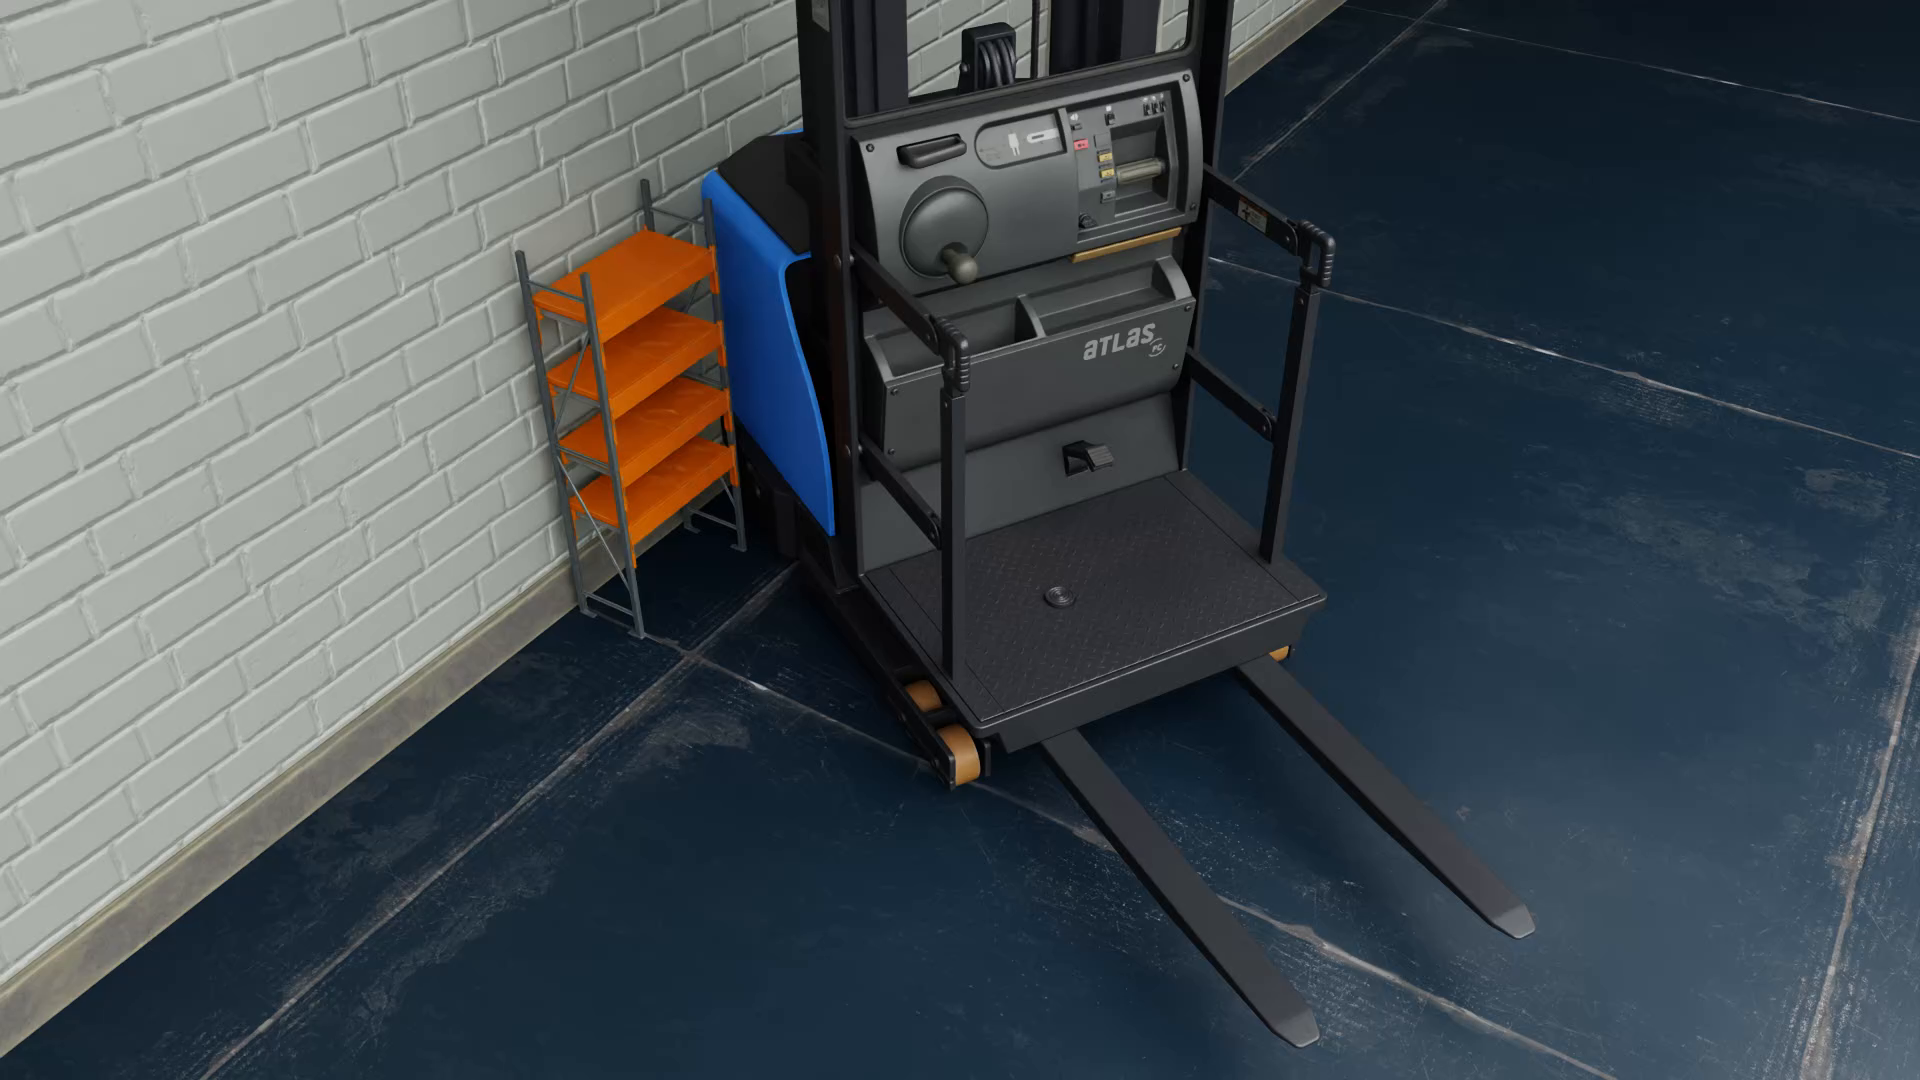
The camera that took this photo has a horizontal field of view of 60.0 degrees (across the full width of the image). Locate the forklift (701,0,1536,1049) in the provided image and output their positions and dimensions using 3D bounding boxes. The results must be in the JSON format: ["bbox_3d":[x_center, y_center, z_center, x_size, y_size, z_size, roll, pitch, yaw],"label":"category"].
[{"bbox_3d":[0.293,-0.826,3.920,1.130,2.935,3.031,-18,41,-22],"label":"forklift"}]

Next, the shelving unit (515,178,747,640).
[{"bbox_3d":[-0.901,-0.351,4.723,0.258,1.200,0.503,21,42,25],"label":"shelving unit"}]

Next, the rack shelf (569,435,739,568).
[{"bbox_3d":[-0.901,-0.141,4.885,0.258,0.148,0.480,21,42,25],"label":"rack shelf"}]

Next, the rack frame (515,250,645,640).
[{"bbox_3d":[-1.030,-0.224,4.558,0.240,1.200,0.015,21,42,25],"label":"rack frame"}]

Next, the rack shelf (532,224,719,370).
[{"bbox_3d":[-0.901,-0.662,4.483,0.258,0.148,0.480,21,42,25],"label":"rack shelf"}]

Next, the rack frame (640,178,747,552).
[{"bbox_3d":[-0.773,-0.478,4.887,0.240,1.200,0.015,21,42,25],"label":"rack frame"}]

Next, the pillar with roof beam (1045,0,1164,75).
[{"bbox_3d":[4.195,-3.473,2.384,9.100,9.000,0.400,21,42,25],"label":"pillar with roof beam"}]

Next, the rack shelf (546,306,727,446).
[{"bbox_3d":[-0.901,-0.475,4.627,0.258,0.148,0.480,21,42,25],"label":"rack shelf"}]

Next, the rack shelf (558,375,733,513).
[{"bbox_3d":[-0.901,-0.298,4.764,0.258,0.148,0.480,21,42,25],"label":"rack shelf"}]
